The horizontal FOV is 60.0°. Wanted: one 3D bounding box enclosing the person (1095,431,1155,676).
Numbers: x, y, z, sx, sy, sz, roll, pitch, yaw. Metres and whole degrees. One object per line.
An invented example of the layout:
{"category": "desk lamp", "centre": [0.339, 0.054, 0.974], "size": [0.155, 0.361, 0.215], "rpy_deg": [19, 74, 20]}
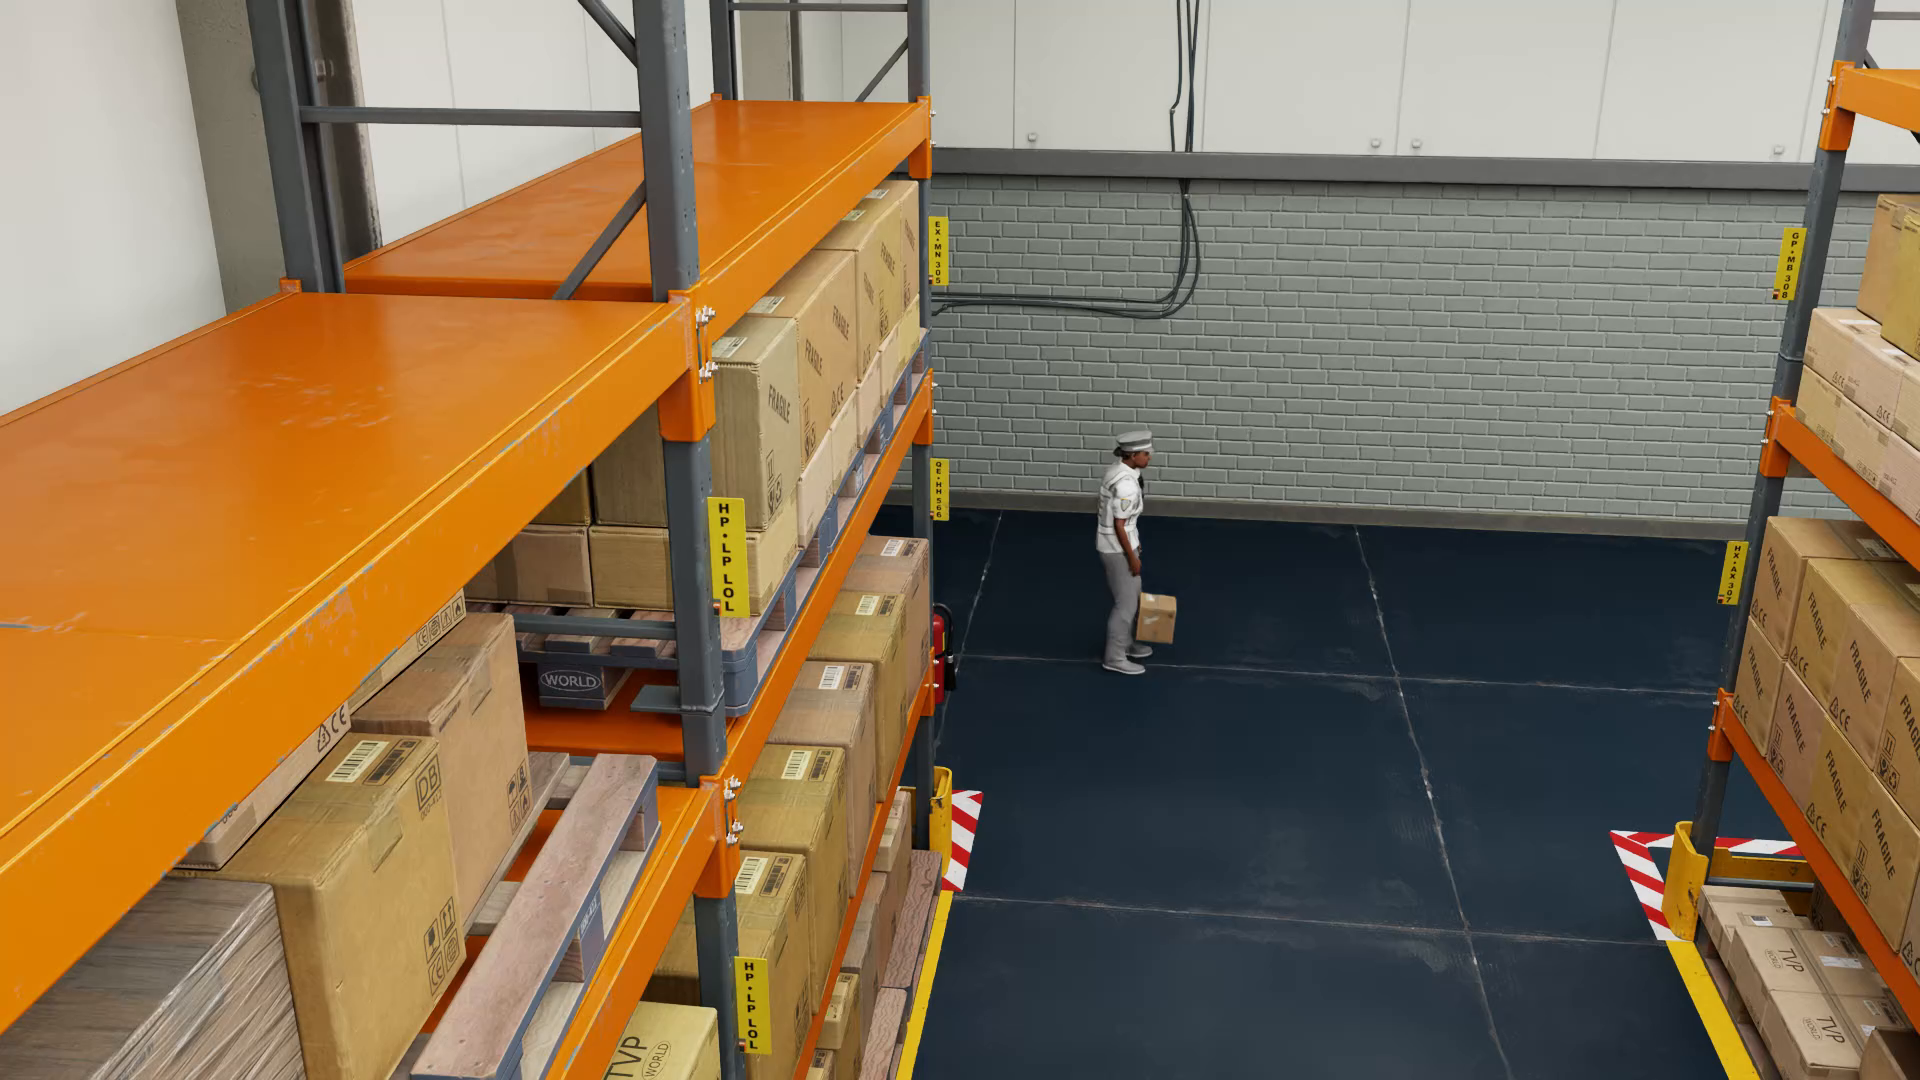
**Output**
{"category": "person", "centre": [1.131, 0.065, 11.306], "size": [0.424, 1.665, 0.498], "rpy_deg": [2, 21, 5]}
